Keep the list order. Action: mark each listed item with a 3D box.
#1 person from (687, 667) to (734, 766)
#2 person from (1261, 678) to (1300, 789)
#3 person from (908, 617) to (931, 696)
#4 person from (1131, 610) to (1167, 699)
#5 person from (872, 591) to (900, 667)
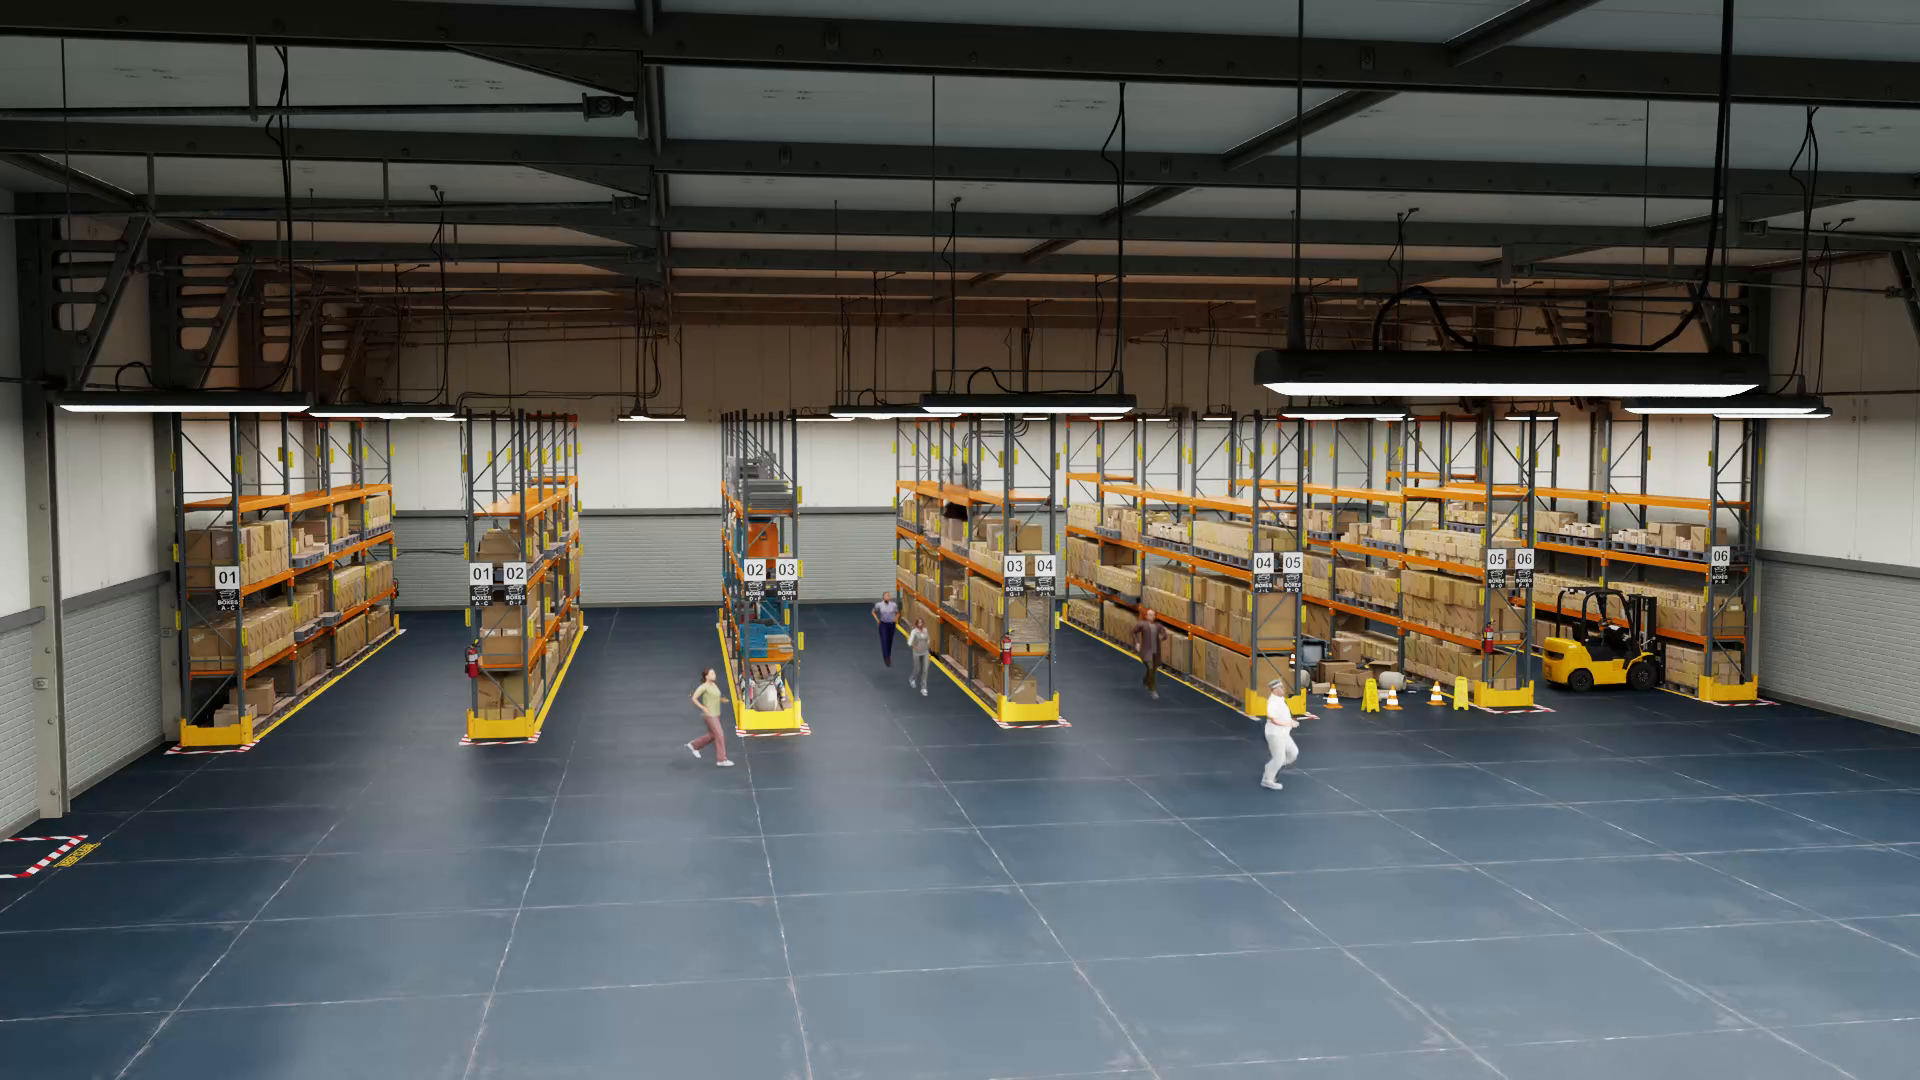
[{"bbox_3d":[-4.198,2.953,27.877,0.894,1.630,0.589,1,4,18],"label":"person"},{"bbox_3d":[5.041,3.027,26.091,0.602,1.743,0.652,2,4,23],"label":"person"},{"bbox_3d":[-0.839,2.409,34.753,0.538,1.593,0.808,-2,4,-21],"label":"person"},{"bbox_3d":[4.004,2.369,34.928,0.690,1.799,1.008,-1,4,-20],"label":"person"},{"bbox_3d":[-1.653,2.011,37.479,0.617,1.672,0.801,-1,4,-17],"label":"person"}]
